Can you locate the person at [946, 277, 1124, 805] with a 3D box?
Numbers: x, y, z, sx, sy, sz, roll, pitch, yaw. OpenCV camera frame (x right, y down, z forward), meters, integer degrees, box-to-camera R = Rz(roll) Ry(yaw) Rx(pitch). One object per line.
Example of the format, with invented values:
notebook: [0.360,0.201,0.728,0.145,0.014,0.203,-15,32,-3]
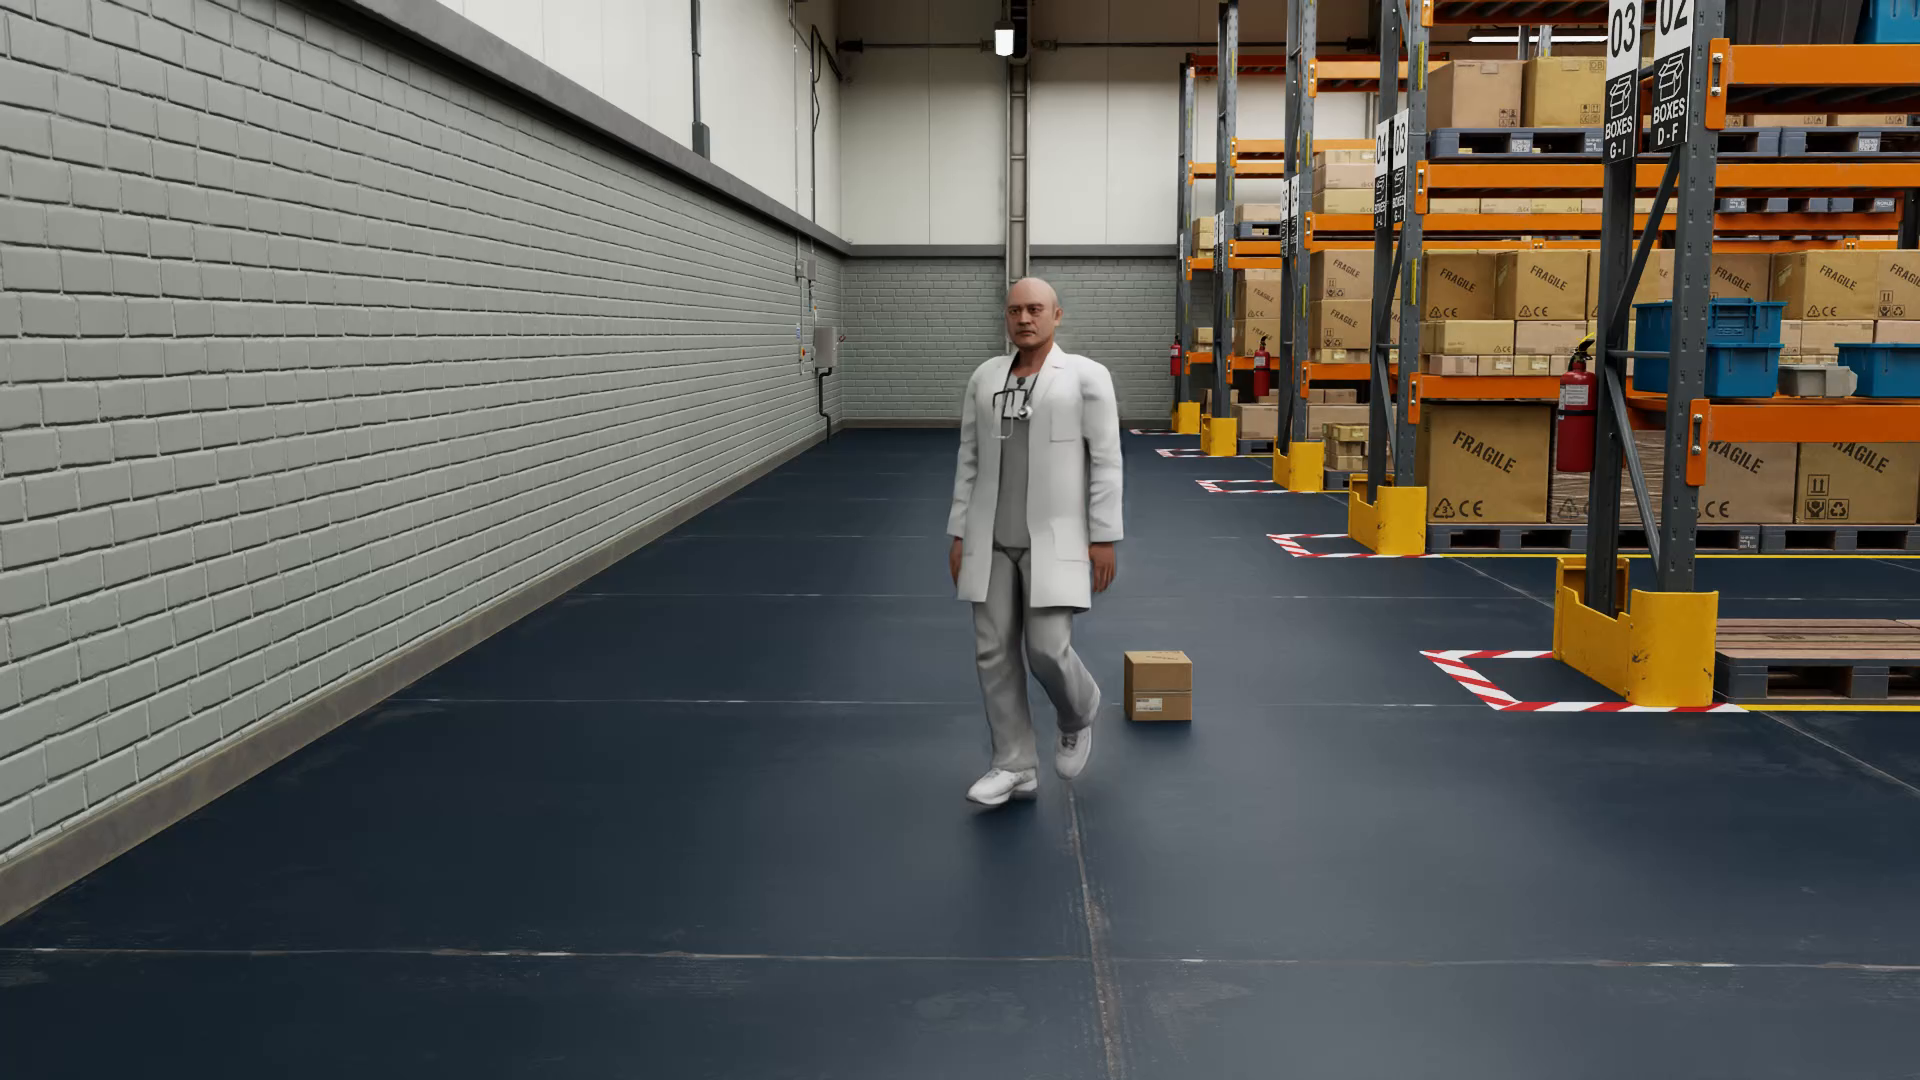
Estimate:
person: [0.261,-0.005,5.666,0.620,1.759,0.647,3,8,26]
